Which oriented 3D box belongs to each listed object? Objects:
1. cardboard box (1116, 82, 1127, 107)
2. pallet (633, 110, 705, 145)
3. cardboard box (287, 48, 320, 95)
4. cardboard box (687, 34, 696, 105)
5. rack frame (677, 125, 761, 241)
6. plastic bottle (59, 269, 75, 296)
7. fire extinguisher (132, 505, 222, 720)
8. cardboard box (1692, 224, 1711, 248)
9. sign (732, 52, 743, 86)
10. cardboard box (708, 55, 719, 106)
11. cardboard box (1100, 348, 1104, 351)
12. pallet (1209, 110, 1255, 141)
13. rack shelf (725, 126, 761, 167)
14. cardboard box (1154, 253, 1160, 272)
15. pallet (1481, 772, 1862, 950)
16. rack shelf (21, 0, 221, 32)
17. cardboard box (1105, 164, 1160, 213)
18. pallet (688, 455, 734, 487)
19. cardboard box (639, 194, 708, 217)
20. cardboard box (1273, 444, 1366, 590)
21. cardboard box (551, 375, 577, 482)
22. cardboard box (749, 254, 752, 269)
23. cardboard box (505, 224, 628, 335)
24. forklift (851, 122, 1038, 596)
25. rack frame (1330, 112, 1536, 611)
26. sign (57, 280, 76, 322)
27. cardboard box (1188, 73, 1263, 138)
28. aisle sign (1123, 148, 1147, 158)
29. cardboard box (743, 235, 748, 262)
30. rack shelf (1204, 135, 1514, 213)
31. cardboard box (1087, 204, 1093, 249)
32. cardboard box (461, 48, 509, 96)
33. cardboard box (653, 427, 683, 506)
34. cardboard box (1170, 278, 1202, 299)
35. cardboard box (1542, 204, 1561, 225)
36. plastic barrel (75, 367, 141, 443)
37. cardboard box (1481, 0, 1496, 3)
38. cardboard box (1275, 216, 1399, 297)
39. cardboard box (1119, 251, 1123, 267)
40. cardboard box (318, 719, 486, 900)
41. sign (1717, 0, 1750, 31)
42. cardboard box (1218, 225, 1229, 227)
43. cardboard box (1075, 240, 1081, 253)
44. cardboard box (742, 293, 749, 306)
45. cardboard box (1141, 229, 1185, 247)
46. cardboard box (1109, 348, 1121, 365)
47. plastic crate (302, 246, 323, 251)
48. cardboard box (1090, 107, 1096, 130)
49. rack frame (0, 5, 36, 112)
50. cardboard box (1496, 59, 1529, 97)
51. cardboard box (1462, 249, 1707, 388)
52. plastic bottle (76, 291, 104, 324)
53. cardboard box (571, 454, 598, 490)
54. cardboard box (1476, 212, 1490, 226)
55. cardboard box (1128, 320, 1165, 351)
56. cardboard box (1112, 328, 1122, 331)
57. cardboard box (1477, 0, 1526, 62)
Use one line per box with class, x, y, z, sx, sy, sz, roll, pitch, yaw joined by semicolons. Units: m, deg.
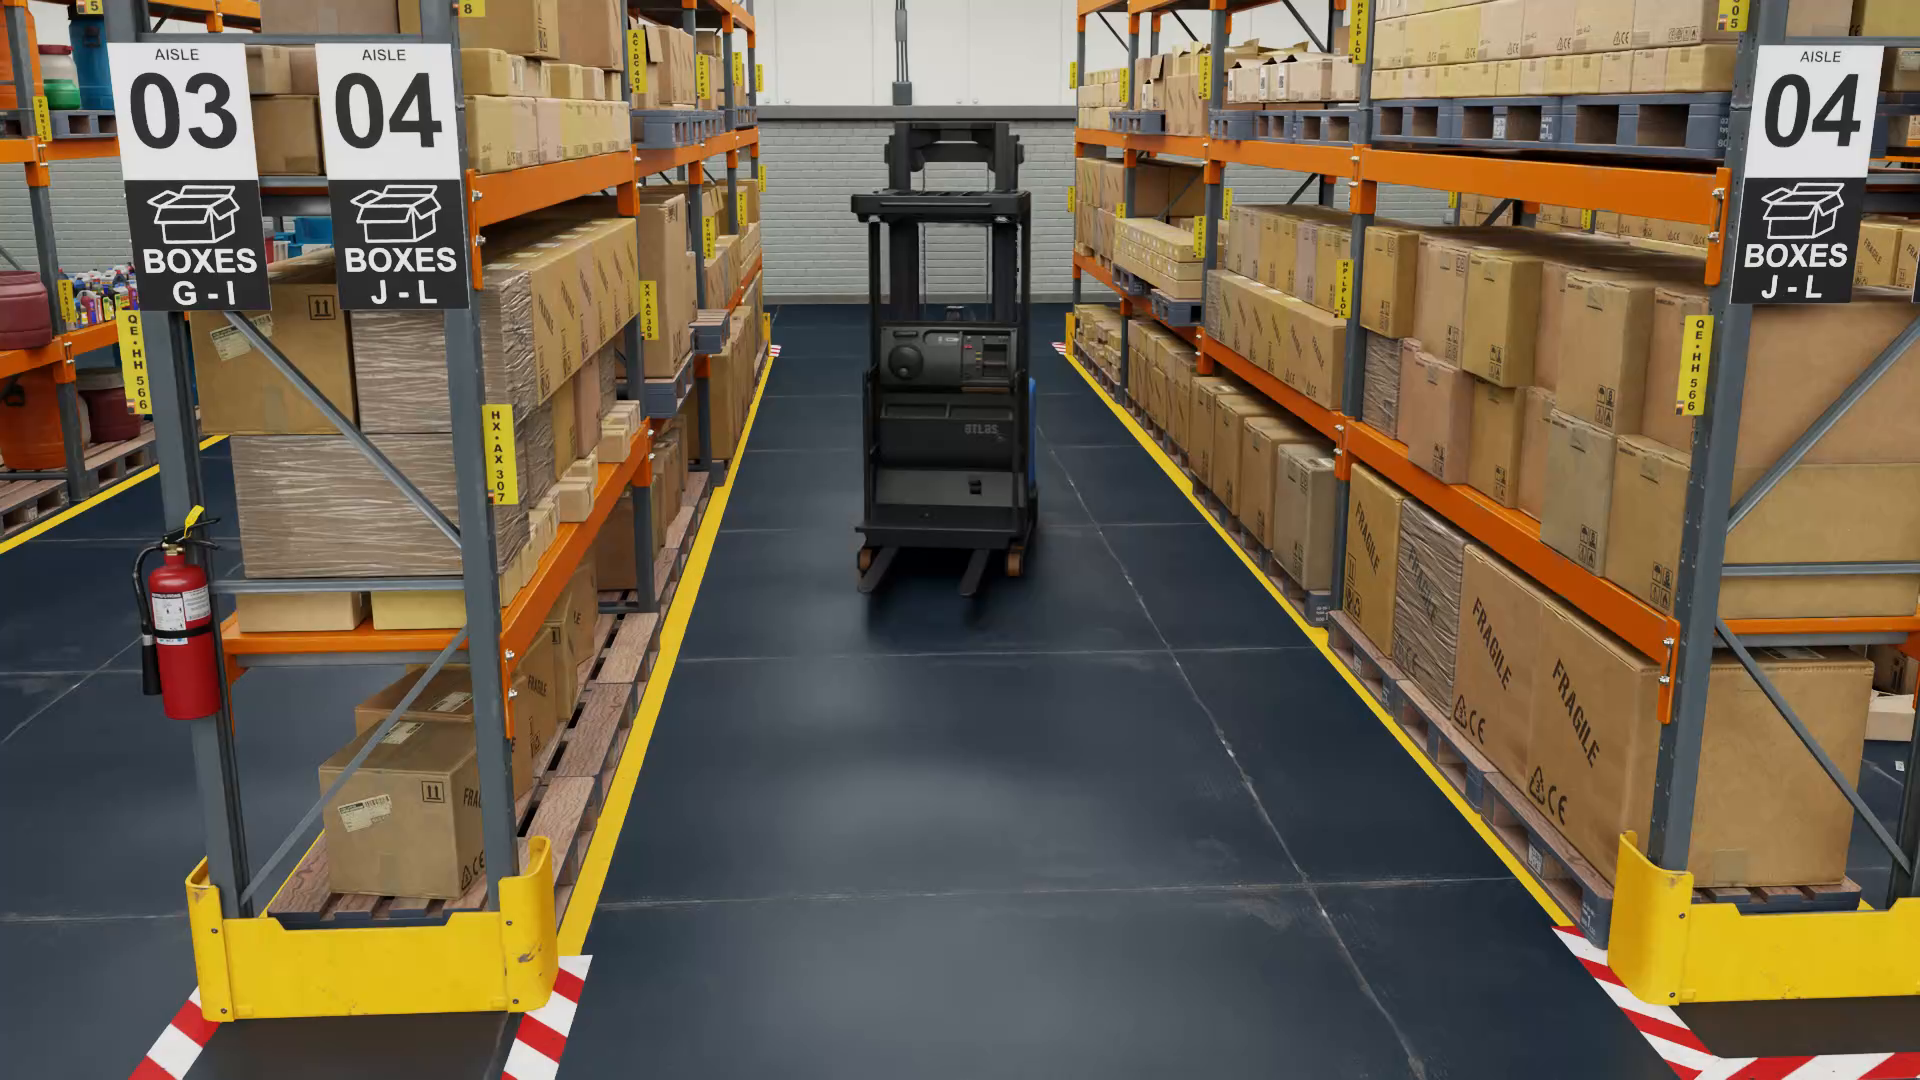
cardboard box;1.912;-4.615;17.220;0.500;0.250;0.500;-2;15;-6
pallet;-2.266;-2.615;10.529;1.213;0.211;1.003;-1;14;-3
cardboard box;-2.247;-1.550;5.511;0.380;0.149;0.250;-1;14;-5
cardboard box;-2.235;-3.464;12.246;0.500;0.500;0.500;-1;14;-2
rack frame;-3.010;-3.825;20.873;1.000;3.000;0.127;-1;14;-3
plastic bottle;-7.968;-2.233;14.783;0.144;0.351;0.185;-1;14;-3
fire extinguisher;-2.472;0.227;5.279;0.296;0.674;0.183;-1;14;-3
cardboard box;7.019;-2.897;15.058;0.500;0.500;0.500;-1;14;-3
sign;-2.221;-4.697;16.571;0.100;0.325;0.005;-1;14;-3
cardboard box;-2.871;-4.777;17.309;0.700;0.500;0.500;-2;15;-7
cardboard box;1.817;-2.120;19.125;0.380;0.149;0.250;-1;14;-2
pallet;2.535;-3.089;12.371;1.213;0.211;1.003;0;14;-1
rack shelf;-2.886;-4.432;18.656;1.077;0.370;4.000;-1;14;-3
cardboard box;1.905;-2.423;14.486;0.380;0.149;0.250;-1;14;-3
pallet;2.810;1.256;6.723;1.003;0.211;1.213;-1;14;-3
rack shelf;-7.582;-4.620;14.168;1.077;0.370;4.000;-1;14;-3
cardboard box;1.858;-3.800;17.970;0.500;0.500;0.500;-1;14;-5
pallet;-2.488;-0.682;14.254;1.003;0.211;1.213;-1;14;-3
cardboard box;-2.581;-2.714;14.341;0.797;0.503;0.637;-1;14;-2
cardboard box;2.562;-0.159;10.297;1.050;0.750;0.750;-1;14;-4
cardboard box;-2.184;-0.548;7.337;0.875;0.500;0.500;-1;14;-3
cardboard box;-2.530;-3.110;18.597;0.380;0.149;0.250;-1;14;-3
cardboard box;-1.932;-1.285;8.198;0.500;0.500;0.500;-1;14;-3
forklift;-0.098;-1.261;11.045;1.130;2.935;3.031;2;15;6
rack frame;2.690;-0.892;9.474;1.000;3.000;0.127;-1;14;-3
sign;-6.909;-1.848;12.863;0.100;0.325;0.005;-1;14;-3
cardboard box;2.153;-3.526;13.491;0.500;0.500;0.500;-1;14;-3
aisle sign;2.241;-5.158;20.838;0.394;0.787;0.004;-1;14;-3
cardboard box;-2.556;-3.146;17.939;0.500;0.250;0.500;-1;14;-4
rack shelf;2.566;-2.494;11.123;1.077;0.370;4.000;-1;14;-3
cardboard box;1.775;-3.698;19.583;0.500;0.500;0.500;-1;14;-3
cardboard box;-1.725;-1.557;5.539;0.380;0.149;0.250;-1;14;-2
cardboard box;-2.406;-0.534;12.215;0.700;0.500;0.500;-2;15;-8
cardboard box;1.953;-2.084;13.769;0.380;0.149;0.250;-1;14;-3
cardboard box;6.800;-3.755;18.395;0.500;0.500;0.500;-1;14;-4
plastic barrel;-7.575;-1.197;14.655;0.600;0.588;0.708;-1;14;-3
cardboard box;2.468;-2.387;7.125;0.380;0.149;0.250;-1;14;-4
cardboard box;2.559;-1.927;11.290;0.700;0.500;0.500;-1;14;-4
cardboard box;1.783;-2.790;16.510;0.380;0.149;0.250;-1;14;-3
cardboard box;-2.041;1.006;6.271;0.500;0.500;0.500;2;15;7
sign;2.395;-1.736;5.114;0.100;0.325;0.005;-1;14;-3
cardboard box;2.474;-2.897;15.734;0.380;0.149;0.250;-1;14;-5
cardboard box;1.639;-3.669;20.772;0.380;0.149;0.250;-1;14;-4
cardboard box;-2.723;-2.170;17.862;0.875;0.875;0.875;-1;14;-3
cardboard box;1.861;-2.758;15.193;0.380;0.149;0.250;0;14;-2
cardboard box;1.828;-1.989;18.019;0.380;0.149;0.250;-2;15;-6
plastic crate;-7.719;-3.378;19.543;0.396;0.136;0.243;-1;14;-3
cardboard box;1.792;-4.882;19.262;0.500;0.250;0.500;-1;14;-5
rack frame;-7.458;-4.664;12.096;1.000;3.000;0.127;-1;14;-3
cardboard box;2.485;-1.937;6.976;0.380;0.149;0.250;-1;14;-3
cardboard box;2.765;-0.992;7.395;0.875;0.550;0.500;-1;14;-3
plastic bottle;-7.191;-1.927;13.744;0.152;0.276;0.135;-1;14;-3
cardboard box;-1.882;-0.297;7.664;0.380;0.149;0.250;-1;14;-3
cardboard box;6.683;-3.777;20.487;0.500;0.500;0.500;-1;14;-4
cardboard box;1.976;-2.050;16.642;0.500;0.250;0.500;-2;15;-6
cardboard box;1.896;-2.267;18.504;0.380;0.149;0.250;0;14;-2
cardboard box;2.537;-2.165;7.063;0.500;0.250;0.500;-1;14;-3
